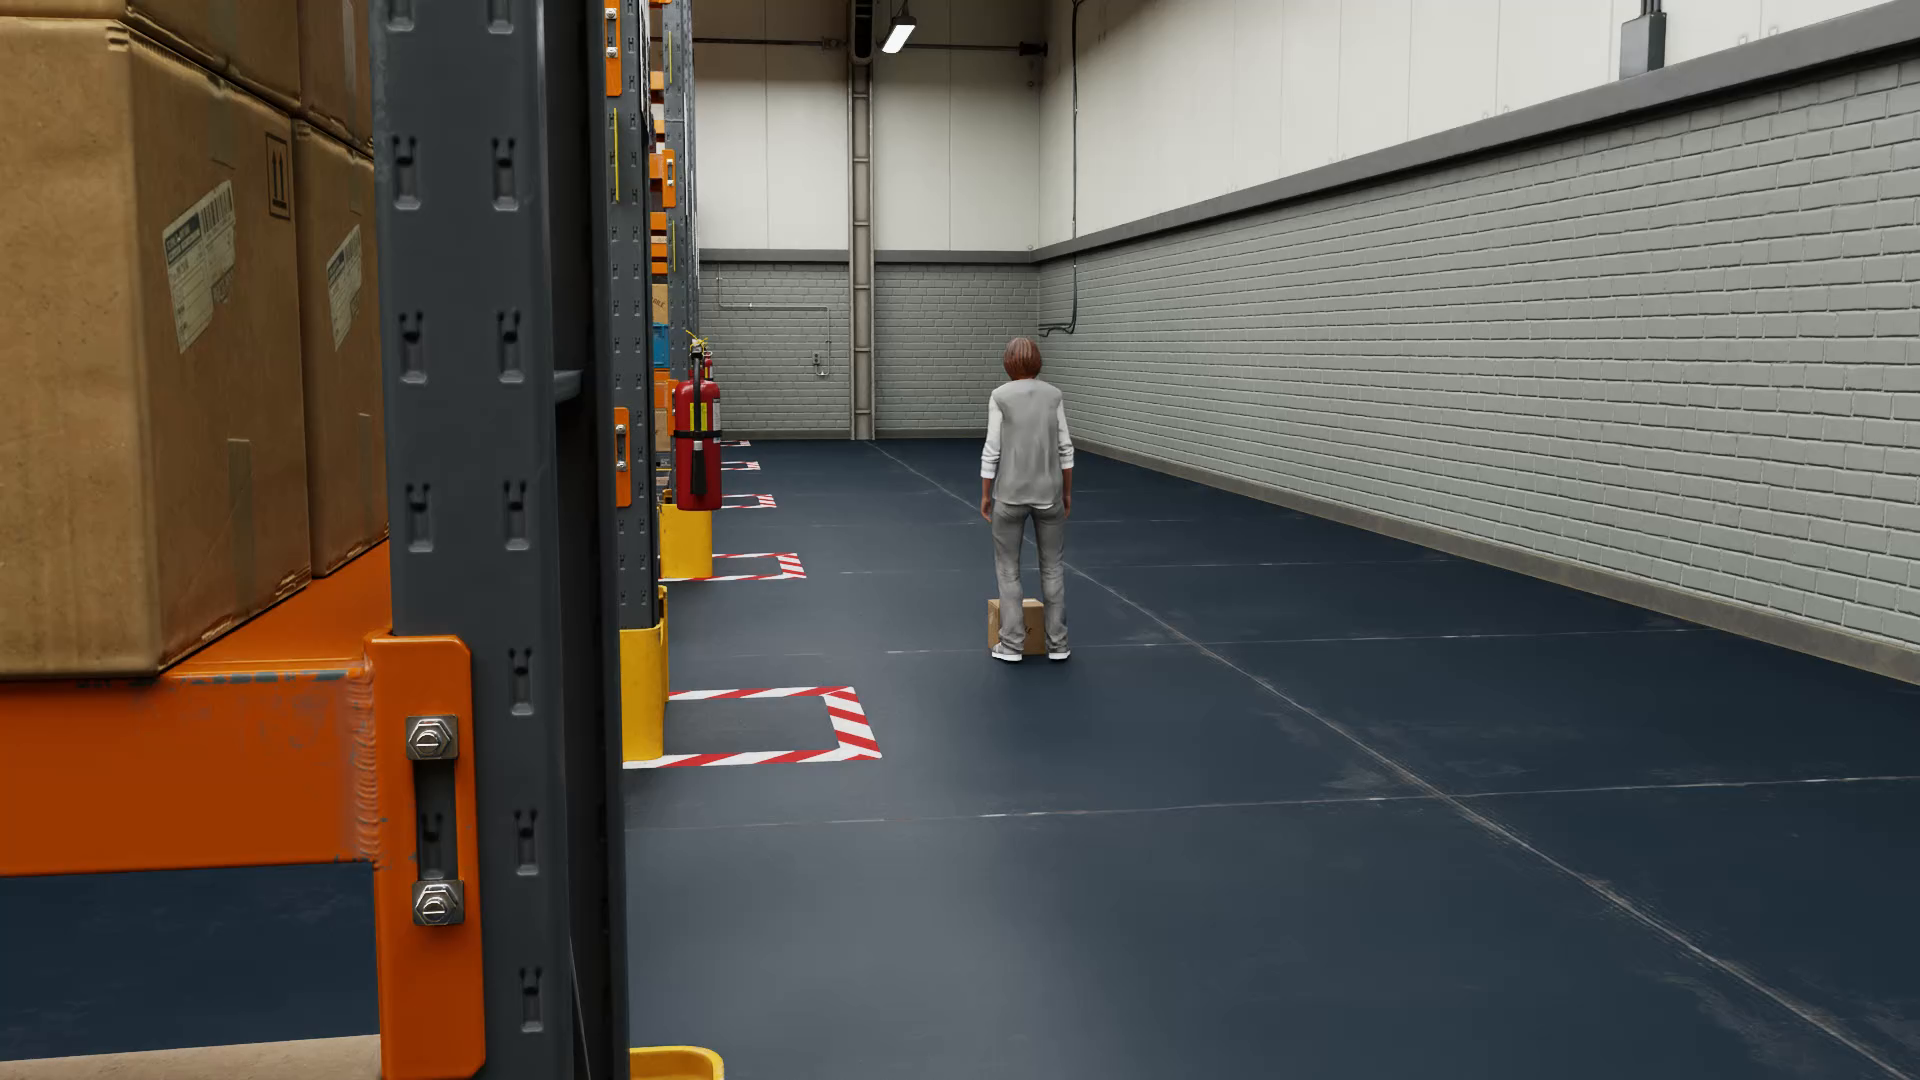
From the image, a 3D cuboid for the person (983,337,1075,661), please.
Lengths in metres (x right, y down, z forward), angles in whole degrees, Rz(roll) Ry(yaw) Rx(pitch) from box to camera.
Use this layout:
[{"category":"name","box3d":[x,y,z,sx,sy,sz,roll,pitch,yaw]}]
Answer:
[{"category":"person","box3d":[0.338,-0.195,8.187,0.462,1.594,0.344,-1,7,-9]}]
